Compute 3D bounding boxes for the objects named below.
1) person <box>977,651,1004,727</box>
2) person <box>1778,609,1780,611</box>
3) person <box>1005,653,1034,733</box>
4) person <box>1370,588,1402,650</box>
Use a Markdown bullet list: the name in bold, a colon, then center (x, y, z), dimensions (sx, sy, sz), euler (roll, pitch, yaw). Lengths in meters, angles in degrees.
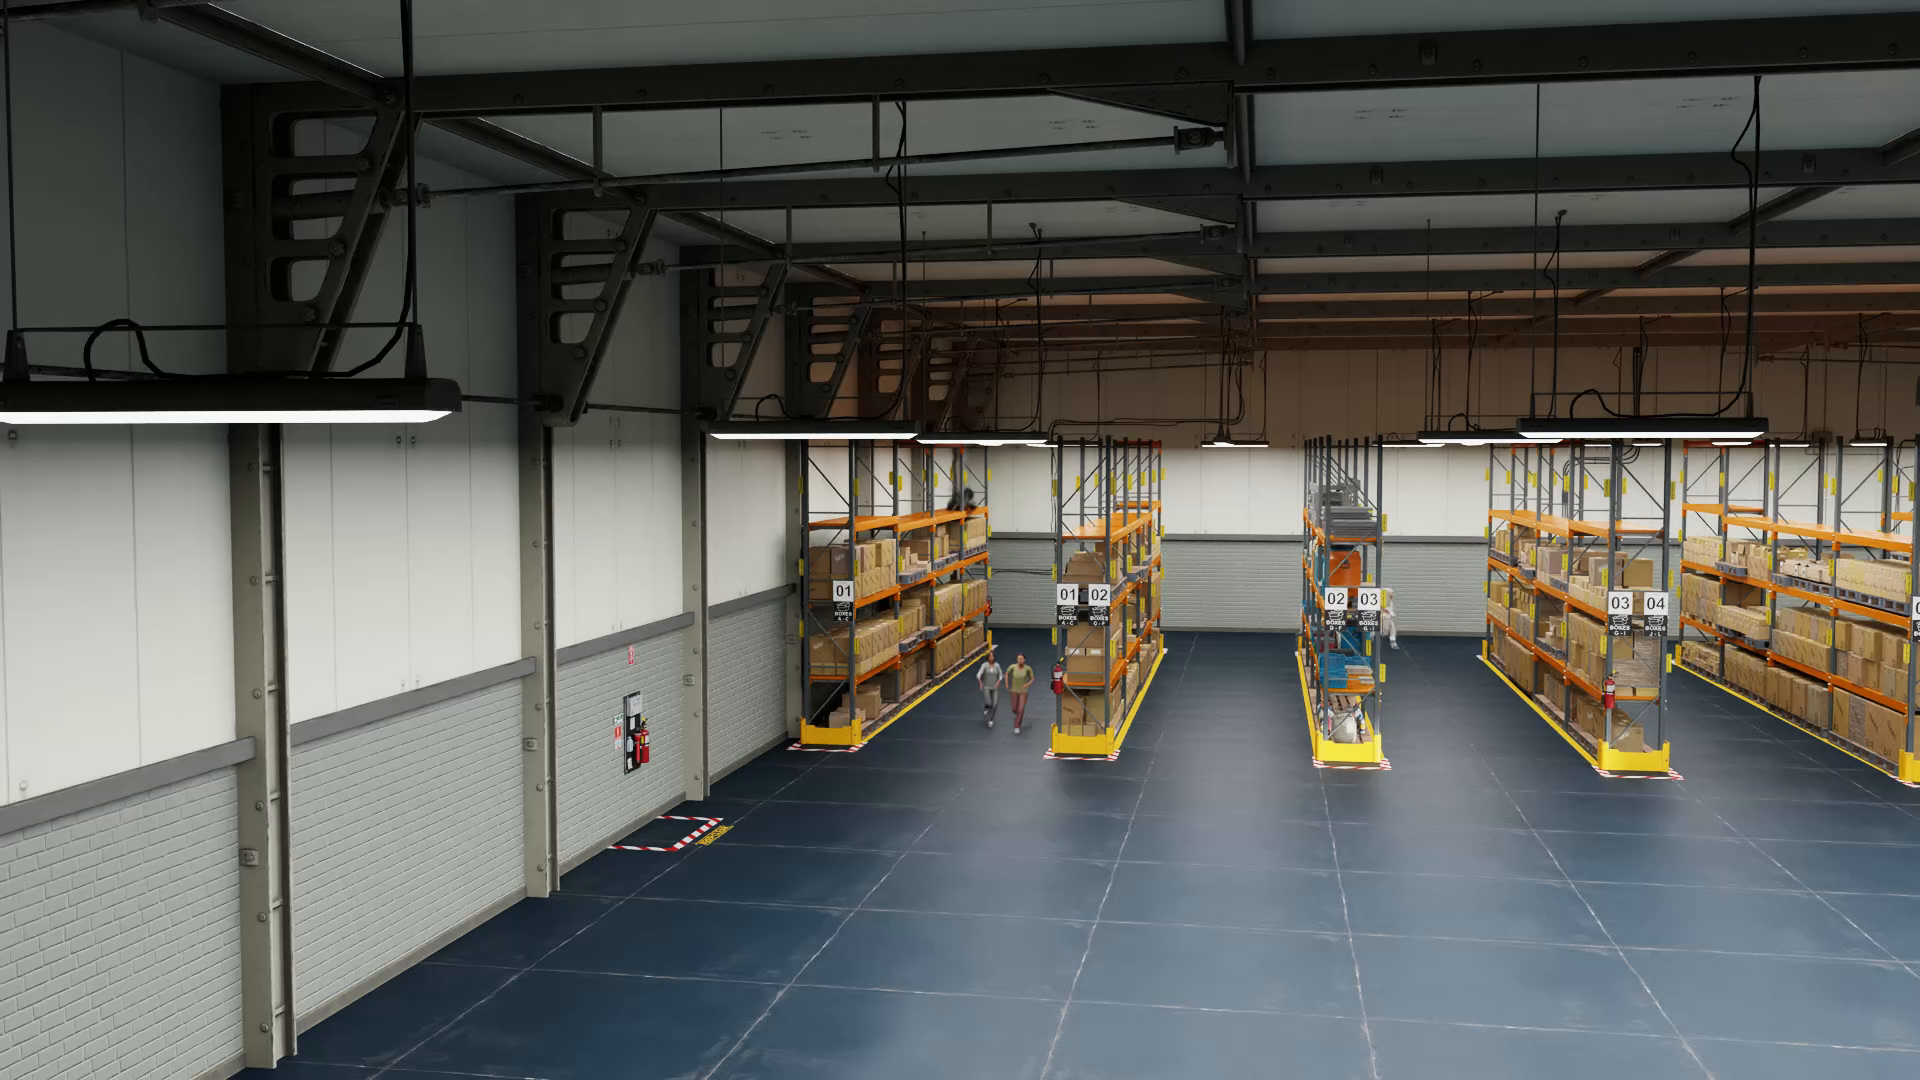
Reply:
- **person**: center (0.639, 3.093, 34.514), dimensions (0.547, 1.565, 0.541), euler (-1, 3, -9)
- **person**: center (21.380, 2.581, 43.309), dimensions (0.604, 1.586, 0.569), euler (0, 3, 1)
- **person**: center (1.211, 3.102, 33.845), dimensions (0.617, 1.621, 0.649), euler (1, 3, 10)
- **person**: center (12.204, 2.264, 47.706), dimensions (0.971, 1.772, 0.683), euler (1, 3, 20)
